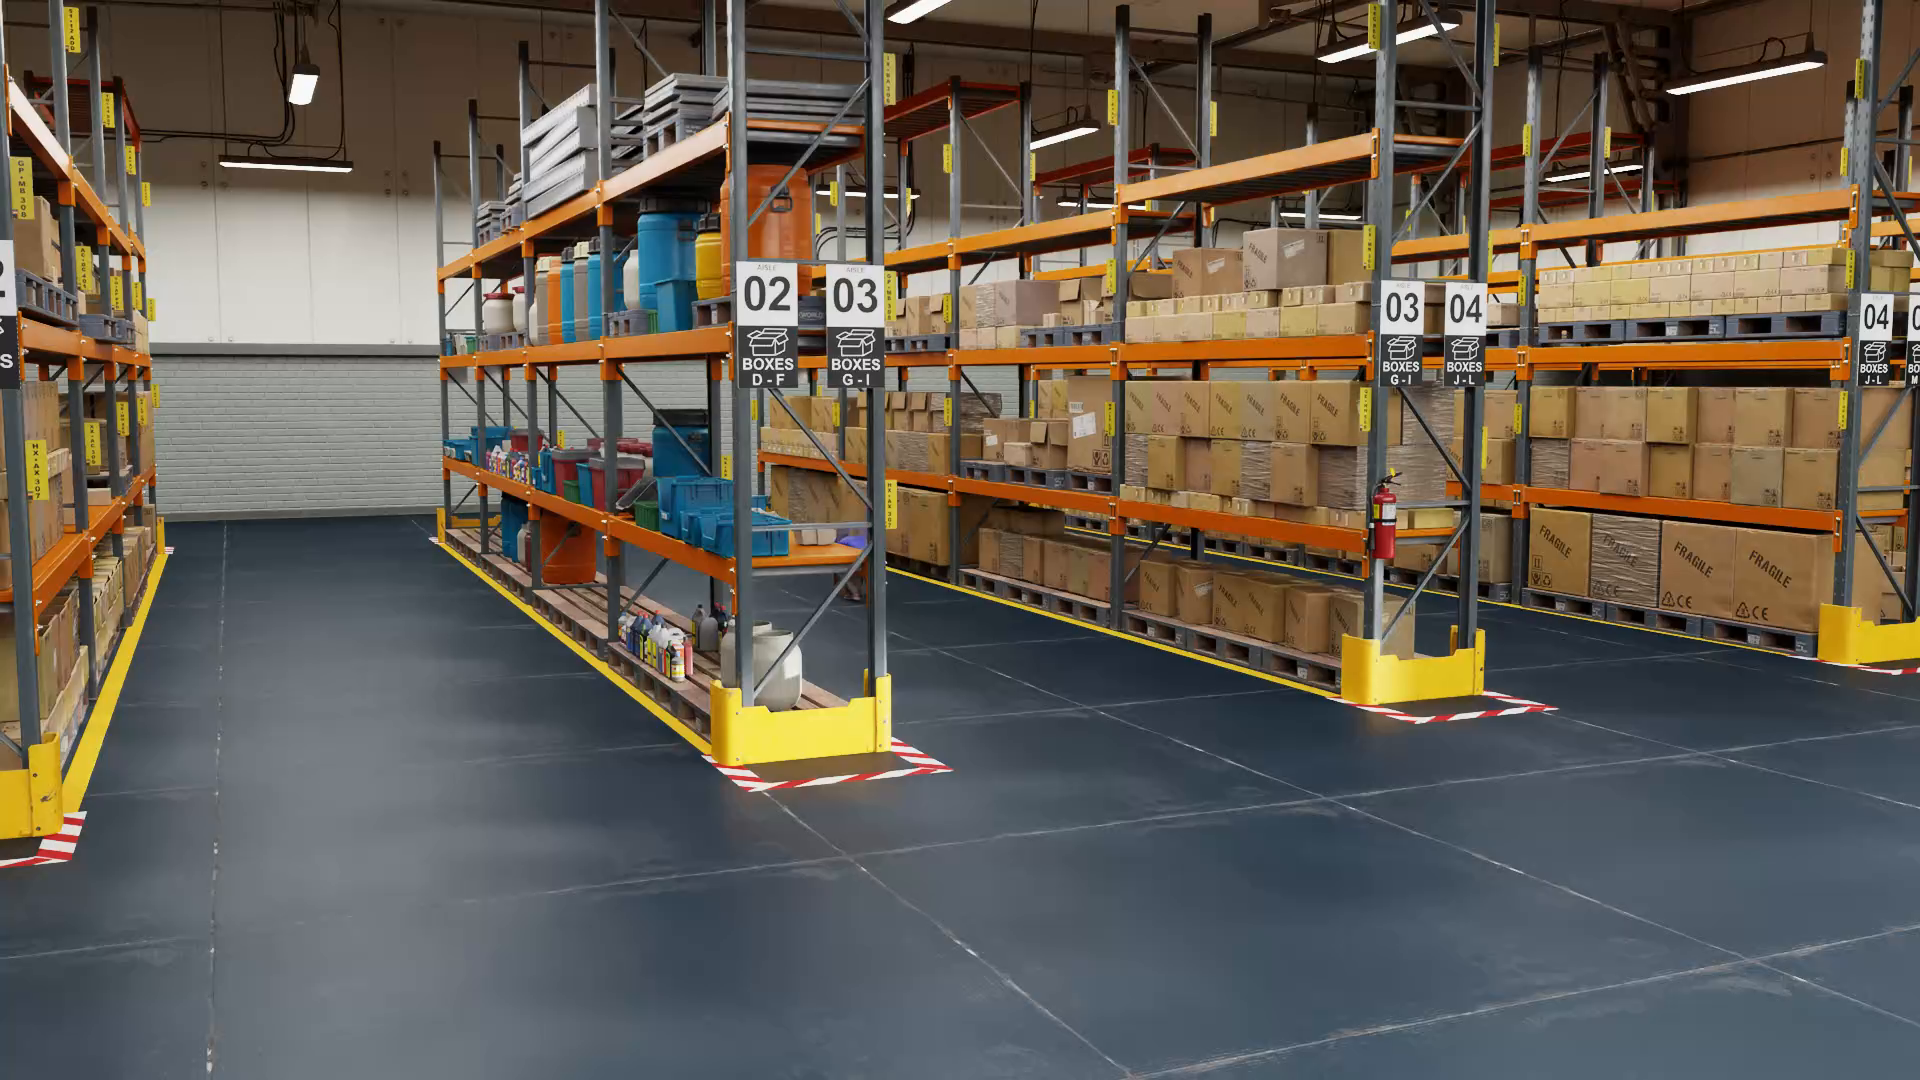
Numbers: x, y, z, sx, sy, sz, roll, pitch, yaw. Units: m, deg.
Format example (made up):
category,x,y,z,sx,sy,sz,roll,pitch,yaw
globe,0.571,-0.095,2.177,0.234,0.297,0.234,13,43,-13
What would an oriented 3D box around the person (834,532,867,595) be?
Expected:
category,x,y,z,sx,sy,sz,roll,pitch,yaw
person,-1.171,0.321,18.806,0.461,0.799,0.841,-3,6,-25
